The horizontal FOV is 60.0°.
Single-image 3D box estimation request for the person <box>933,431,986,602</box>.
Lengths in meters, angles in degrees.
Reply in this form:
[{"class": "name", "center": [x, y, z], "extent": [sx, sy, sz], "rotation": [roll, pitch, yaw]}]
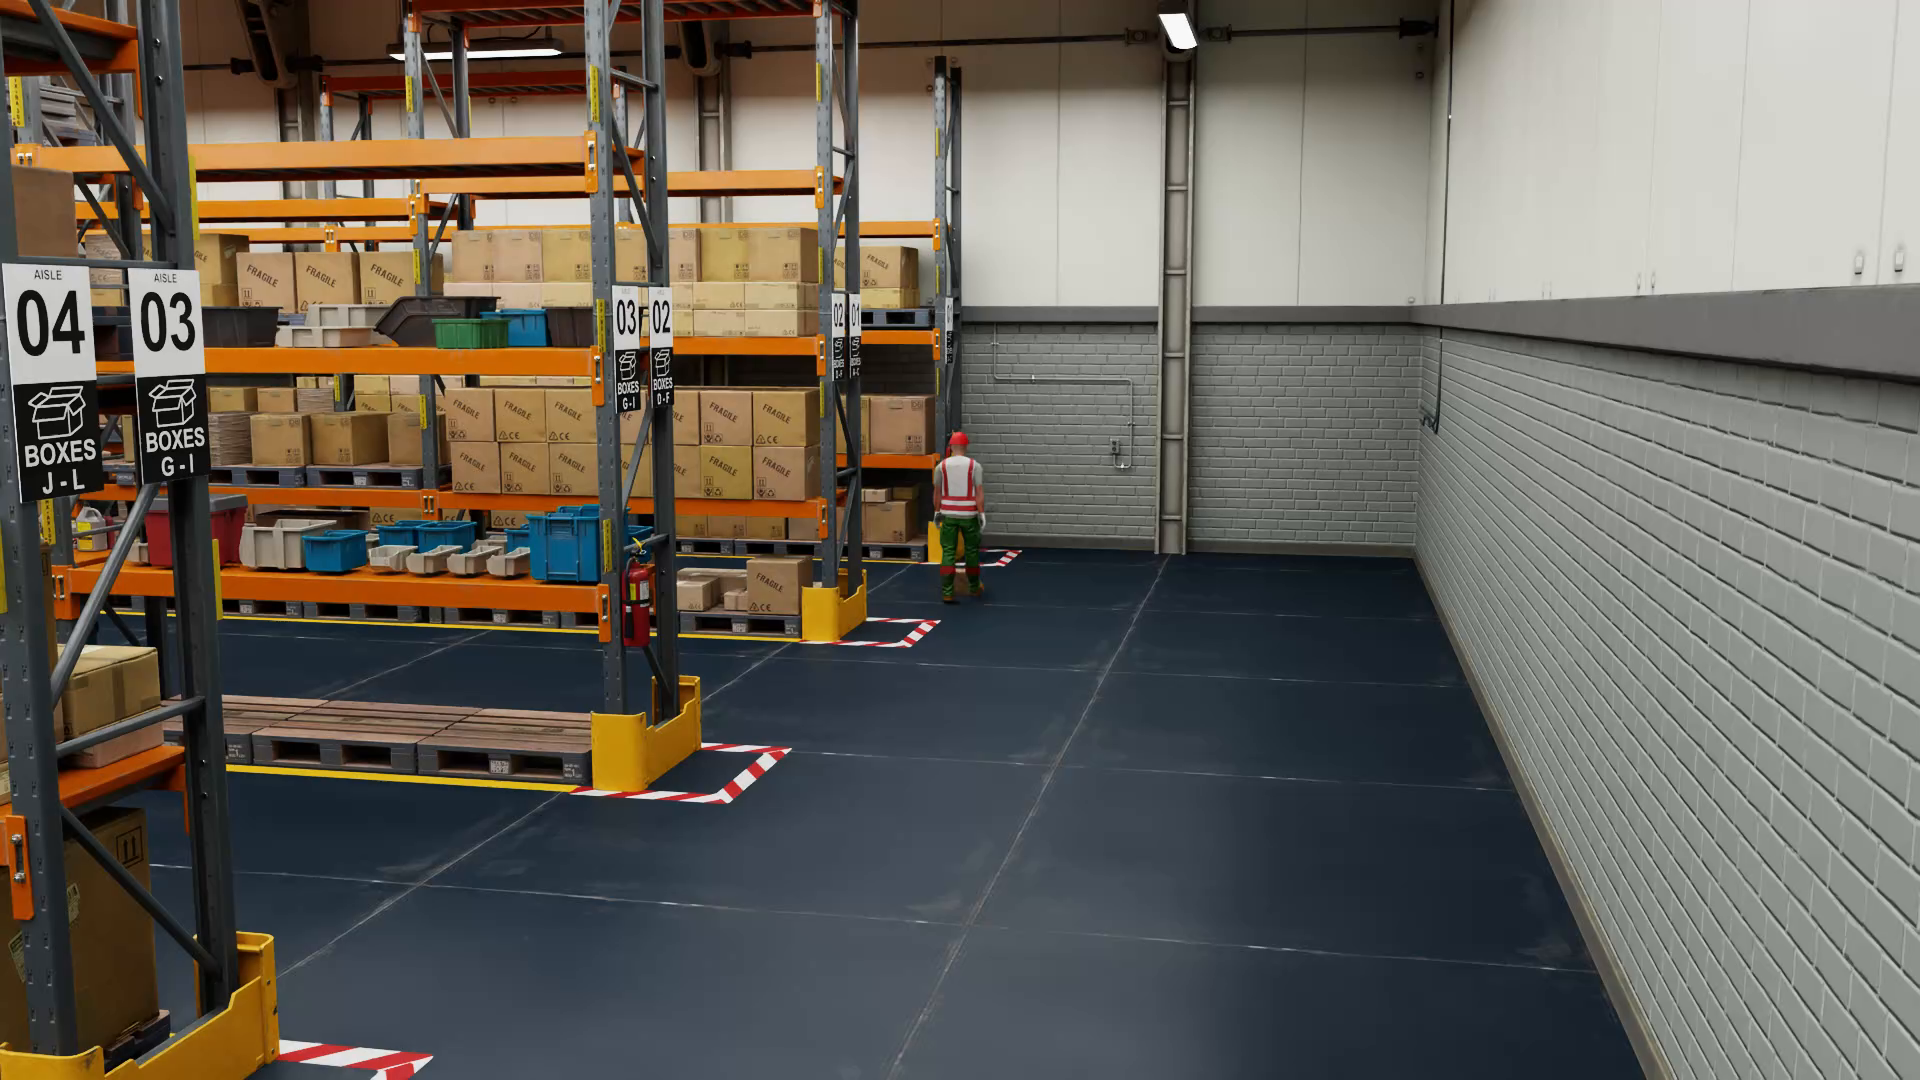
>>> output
[{"class": "person", "center": [0.008, -0.263, 17.560], "extent": [0.567, 1.781, 0.715], "rotation": [1, 8, 7]}]
